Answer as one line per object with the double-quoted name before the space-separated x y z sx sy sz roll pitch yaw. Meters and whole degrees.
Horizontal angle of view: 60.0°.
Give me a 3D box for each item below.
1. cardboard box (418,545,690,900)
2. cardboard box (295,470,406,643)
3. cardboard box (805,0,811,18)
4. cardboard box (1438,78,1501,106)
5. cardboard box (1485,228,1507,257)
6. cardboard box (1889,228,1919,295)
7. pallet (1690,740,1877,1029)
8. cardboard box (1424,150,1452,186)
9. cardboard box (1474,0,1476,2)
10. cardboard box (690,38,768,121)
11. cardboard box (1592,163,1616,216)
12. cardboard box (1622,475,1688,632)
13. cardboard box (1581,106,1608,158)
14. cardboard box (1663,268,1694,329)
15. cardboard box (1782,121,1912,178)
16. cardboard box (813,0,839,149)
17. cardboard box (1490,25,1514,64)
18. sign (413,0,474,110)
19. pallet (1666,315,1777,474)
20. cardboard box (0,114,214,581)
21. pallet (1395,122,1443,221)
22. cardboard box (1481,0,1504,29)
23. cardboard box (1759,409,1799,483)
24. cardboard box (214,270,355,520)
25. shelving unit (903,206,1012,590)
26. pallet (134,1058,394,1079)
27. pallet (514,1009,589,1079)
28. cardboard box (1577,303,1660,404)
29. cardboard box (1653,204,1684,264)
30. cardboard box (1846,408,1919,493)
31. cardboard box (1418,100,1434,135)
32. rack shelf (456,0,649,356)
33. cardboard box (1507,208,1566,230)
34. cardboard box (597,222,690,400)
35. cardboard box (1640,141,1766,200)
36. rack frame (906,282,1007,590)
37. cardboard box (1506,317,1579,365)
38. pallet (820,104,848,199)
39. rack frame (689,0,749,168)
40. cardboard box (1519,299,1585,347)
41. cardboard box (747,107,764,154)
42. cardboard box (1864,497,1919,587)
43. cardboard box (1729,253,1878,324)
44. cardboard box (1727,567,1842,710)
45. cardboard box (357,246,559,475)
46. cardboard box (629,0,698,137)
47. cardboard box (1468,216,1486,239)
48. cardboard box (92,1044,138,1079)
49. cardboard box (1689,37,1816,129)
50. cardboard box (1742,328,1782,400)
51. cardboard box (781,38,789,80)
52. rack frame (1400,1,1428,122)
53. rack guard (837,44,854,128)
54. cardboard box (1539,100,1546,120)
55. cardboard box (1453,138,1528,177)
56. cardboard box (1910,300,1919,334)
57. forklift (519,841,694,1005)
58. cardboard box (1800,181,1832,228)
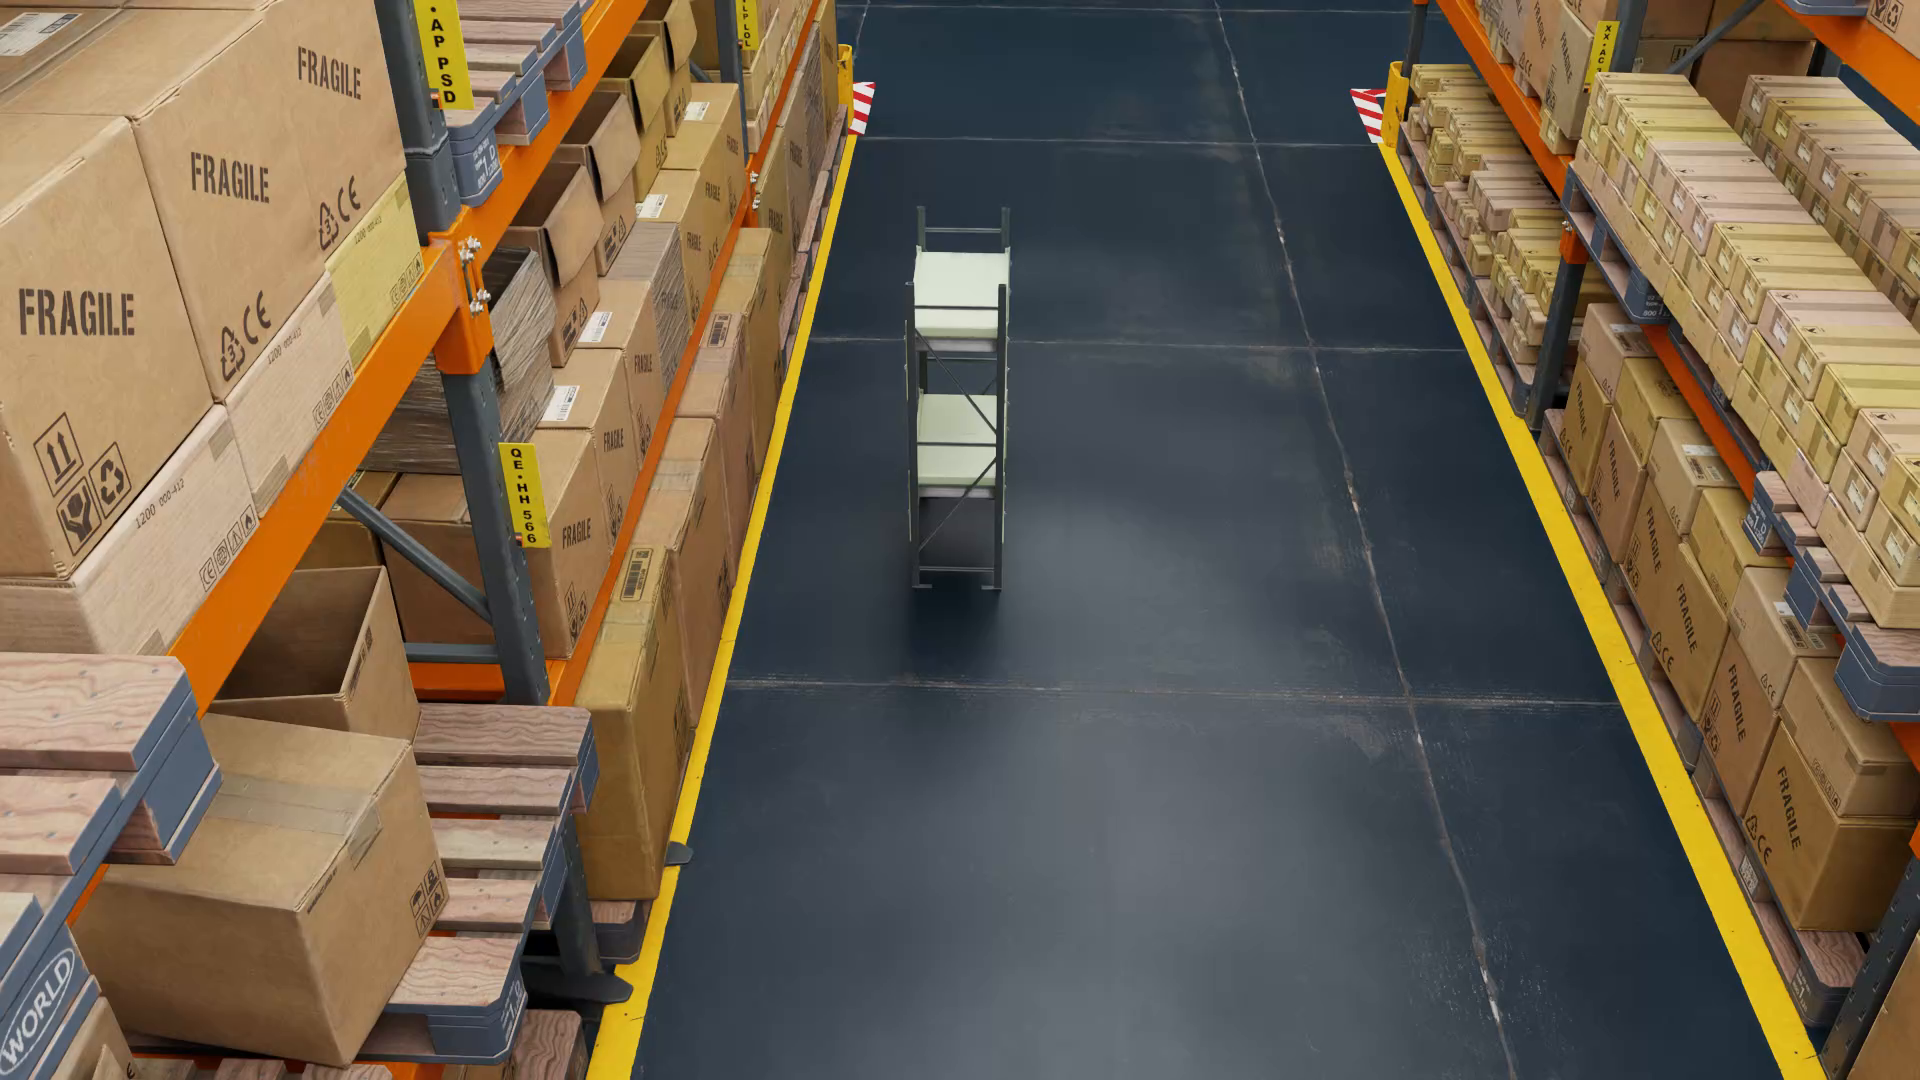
"cardboard box" -1.638 0.621 5.740 1.225 0.875 0.875 0 35 0
"cardboard box" -1.914 -0.010 5.069 0.500 0.500 0.500 2 35 3
"cardboard box" -1.100 -3.226 9.950 0.380 0.149 0.250 1 35 2
"cardboard box" 3.336 -2.898 10.862 0.380 0.149 0.250 2 35 3
"cardboard box" 3.212 -1.720 9.444 0.380 0.149 0.250 2 35 3
"cardboard box" 3.543 -0.980 5.871 0.380 0.149 0.250 1 35 1
"pallet" 3.299 1.184 5.881 1.003 0.211 1.213 1 35 2
"cardboard box" 3.195 -2.376 10.637 0.380 0.149 0.250 2 35 2
"cardboard box" 3.340 -3.370 10.155 0.380 0.149 0.250 3 35 4
"cardboard box" -1.245 -2.303 8.289 0.500 0.250 0.500 1 35 1
"cardboard box" 2.946 -1.500 7.128 0.380 0.149 0.250 2 35 3
"cardboard box" 3.105 0.069 6.852 0.500 0.500 0.500 2 35 3
"cardboard box" 2.951 -1.781 7.270 0.380 0.149 0.250 2 35 3
"cardboard box" 2.904 -0.909 6.288 0.380 0.149 0.250 1 35 1
"cardboard box" 3.583 -1.580 6.726 0.380 0.149 0.250 0 35 0
"cardboard box" -1.311 -3.209 11.191 0.875 0.875 0.875 1 35 2
"cardboard box" 3.195 -2.772 9.305 0.380 0.149 0.250 2 35 3
"sign" -1.144 -1.105 3.656 0.100 0.325 0.005 1 35 2
"pallet" 3.304 -0.567 6.115 1.003 0.211 1.213 1 35 2
"cardboard box" -1.500 -0.294 2.429 0.500 0.500 0.500 2 35 3
"pallet" 3.516 -2.453 11.057 1.003 0.211 1.213 1 35 2
"cardboard box" 3.250 -3.133 9.253 0.500 0.500 0.500 0 35 1
"cardboard box" 2.862 -0.304 5.427 0.380 0.149 0.250 1 35 1
"cardboard box" -1.467 -0.282 3.064 0.500 0.250 0.500 1 35 2
"shelving unit" 0.000 -0.610 7.313 0.431 1.500 0.755 1 35 2
"pallet" -1.725 1.536 3.122 1.003 0.211 1.213 1 35 2
"pallet" -1.719 1.910 4.849 1.003 0.211 1.213 1 35 2
"cardboard box" 3.133 -0.843 7.498 0.500 0.250 0.500 0 35 0
"cardboard box" 2.914 -1.179 6.414 0.380 0.149 0.250 3 35 4
"cardboard box" 2.840 -0.256 4.842 0.380 0.149 0.250 1 35 1
"cardboard box" 3.242 -2.780 10.952 0.380 0.149 0.250 1 35 2
"rack shelf" -1.606 -1.762 5.666 1.077 0.370 4.000 1 35 2
"cardboard box" 3.242 -1.703 9.162 0.380 0.149 0.250 2 35 3
"cardboard box" -1.337 -0.872 6.295 0.500 0.500 0.500 1 35 2
"cardboard box" 2.921 -1.452 6.543 0.380 0.149 0.250 1 35 1
"rack frame" -0.015 -0.399 7.014 0.400 1.500 0.023 1 35 2
"cardboard box" 3.102 -1.044 8.741 0.380 0.149 0.250 2 35 2
"pallet" -1.319 -2.674 11.372 1.003 0.211 1.213 1 35 2
"rack frame" -1.526 -1.978 7.956 1.000 3.000 0.127 1 35 2
"cardboard box" 3.121 -1.121 8.592 0.380 0.149 0.250 2 35 3
"cardboard box" -1.181 -2.038 8.259 0.380 0.149 0.250 1 35 2
"cardboard box" 2.831 0.007 4.725 0.380 0.149 0.250 2 35 3
"cardboard box" 2.882 -0.855 5.694 0.380 0.149 0.250 3 35 4
"cardboard box" 3.041 0.347 5.804 0.500 0.250 0.500 2 35 3
"cardboard box" -1.641 -0.551 4.966 0.797 0.503 0.637 2 35 3
"cardboard box" -1.543 -2.063 7.117 0.797 0.503 0.637 0 35 1
"cardboard box" 3.221 -1.787 9.799 0.380 0.149 0.250 2 35 3
"cardboard box" -1.483 1.167 3.232 0.396 0.266 0.258 0 35 1
"cardboard box" 3.698 -2.247 7.993 0.500 0.500 0.500 1 35 1
"cardboard box" 2.870 -0.584 5.567 0.380 0.149 0.250 1 35 2
"cardboard box" -1.142 -2.638 9.114 0.380 0.149 0.250 1 35 1
"rack frame" 3.587 -4.104 10.981 1.000 3.000 0.127 1 35 2
"rack guard" -1.364 -3.268 11.965 1.175 0.500 0.348 1 35 2
"cardboard box" 3.176 -2.175 8.455 0.380 0.149 0.250 3 35 4
"cardboard box" 3.193 -2.303 10.015 0.380 0.149 0.250 2 35 3
"cardboard box" 3.536 -0.711 5.748 0.380 0.149 0.250 1 35 1
"forklift" -2.477 0.091 5.071 3.031 2.935 1.130 6 36 9
"cardboard box" 3.579 -1.312 6.603 0.380 0.149 0.250 0 35 0
